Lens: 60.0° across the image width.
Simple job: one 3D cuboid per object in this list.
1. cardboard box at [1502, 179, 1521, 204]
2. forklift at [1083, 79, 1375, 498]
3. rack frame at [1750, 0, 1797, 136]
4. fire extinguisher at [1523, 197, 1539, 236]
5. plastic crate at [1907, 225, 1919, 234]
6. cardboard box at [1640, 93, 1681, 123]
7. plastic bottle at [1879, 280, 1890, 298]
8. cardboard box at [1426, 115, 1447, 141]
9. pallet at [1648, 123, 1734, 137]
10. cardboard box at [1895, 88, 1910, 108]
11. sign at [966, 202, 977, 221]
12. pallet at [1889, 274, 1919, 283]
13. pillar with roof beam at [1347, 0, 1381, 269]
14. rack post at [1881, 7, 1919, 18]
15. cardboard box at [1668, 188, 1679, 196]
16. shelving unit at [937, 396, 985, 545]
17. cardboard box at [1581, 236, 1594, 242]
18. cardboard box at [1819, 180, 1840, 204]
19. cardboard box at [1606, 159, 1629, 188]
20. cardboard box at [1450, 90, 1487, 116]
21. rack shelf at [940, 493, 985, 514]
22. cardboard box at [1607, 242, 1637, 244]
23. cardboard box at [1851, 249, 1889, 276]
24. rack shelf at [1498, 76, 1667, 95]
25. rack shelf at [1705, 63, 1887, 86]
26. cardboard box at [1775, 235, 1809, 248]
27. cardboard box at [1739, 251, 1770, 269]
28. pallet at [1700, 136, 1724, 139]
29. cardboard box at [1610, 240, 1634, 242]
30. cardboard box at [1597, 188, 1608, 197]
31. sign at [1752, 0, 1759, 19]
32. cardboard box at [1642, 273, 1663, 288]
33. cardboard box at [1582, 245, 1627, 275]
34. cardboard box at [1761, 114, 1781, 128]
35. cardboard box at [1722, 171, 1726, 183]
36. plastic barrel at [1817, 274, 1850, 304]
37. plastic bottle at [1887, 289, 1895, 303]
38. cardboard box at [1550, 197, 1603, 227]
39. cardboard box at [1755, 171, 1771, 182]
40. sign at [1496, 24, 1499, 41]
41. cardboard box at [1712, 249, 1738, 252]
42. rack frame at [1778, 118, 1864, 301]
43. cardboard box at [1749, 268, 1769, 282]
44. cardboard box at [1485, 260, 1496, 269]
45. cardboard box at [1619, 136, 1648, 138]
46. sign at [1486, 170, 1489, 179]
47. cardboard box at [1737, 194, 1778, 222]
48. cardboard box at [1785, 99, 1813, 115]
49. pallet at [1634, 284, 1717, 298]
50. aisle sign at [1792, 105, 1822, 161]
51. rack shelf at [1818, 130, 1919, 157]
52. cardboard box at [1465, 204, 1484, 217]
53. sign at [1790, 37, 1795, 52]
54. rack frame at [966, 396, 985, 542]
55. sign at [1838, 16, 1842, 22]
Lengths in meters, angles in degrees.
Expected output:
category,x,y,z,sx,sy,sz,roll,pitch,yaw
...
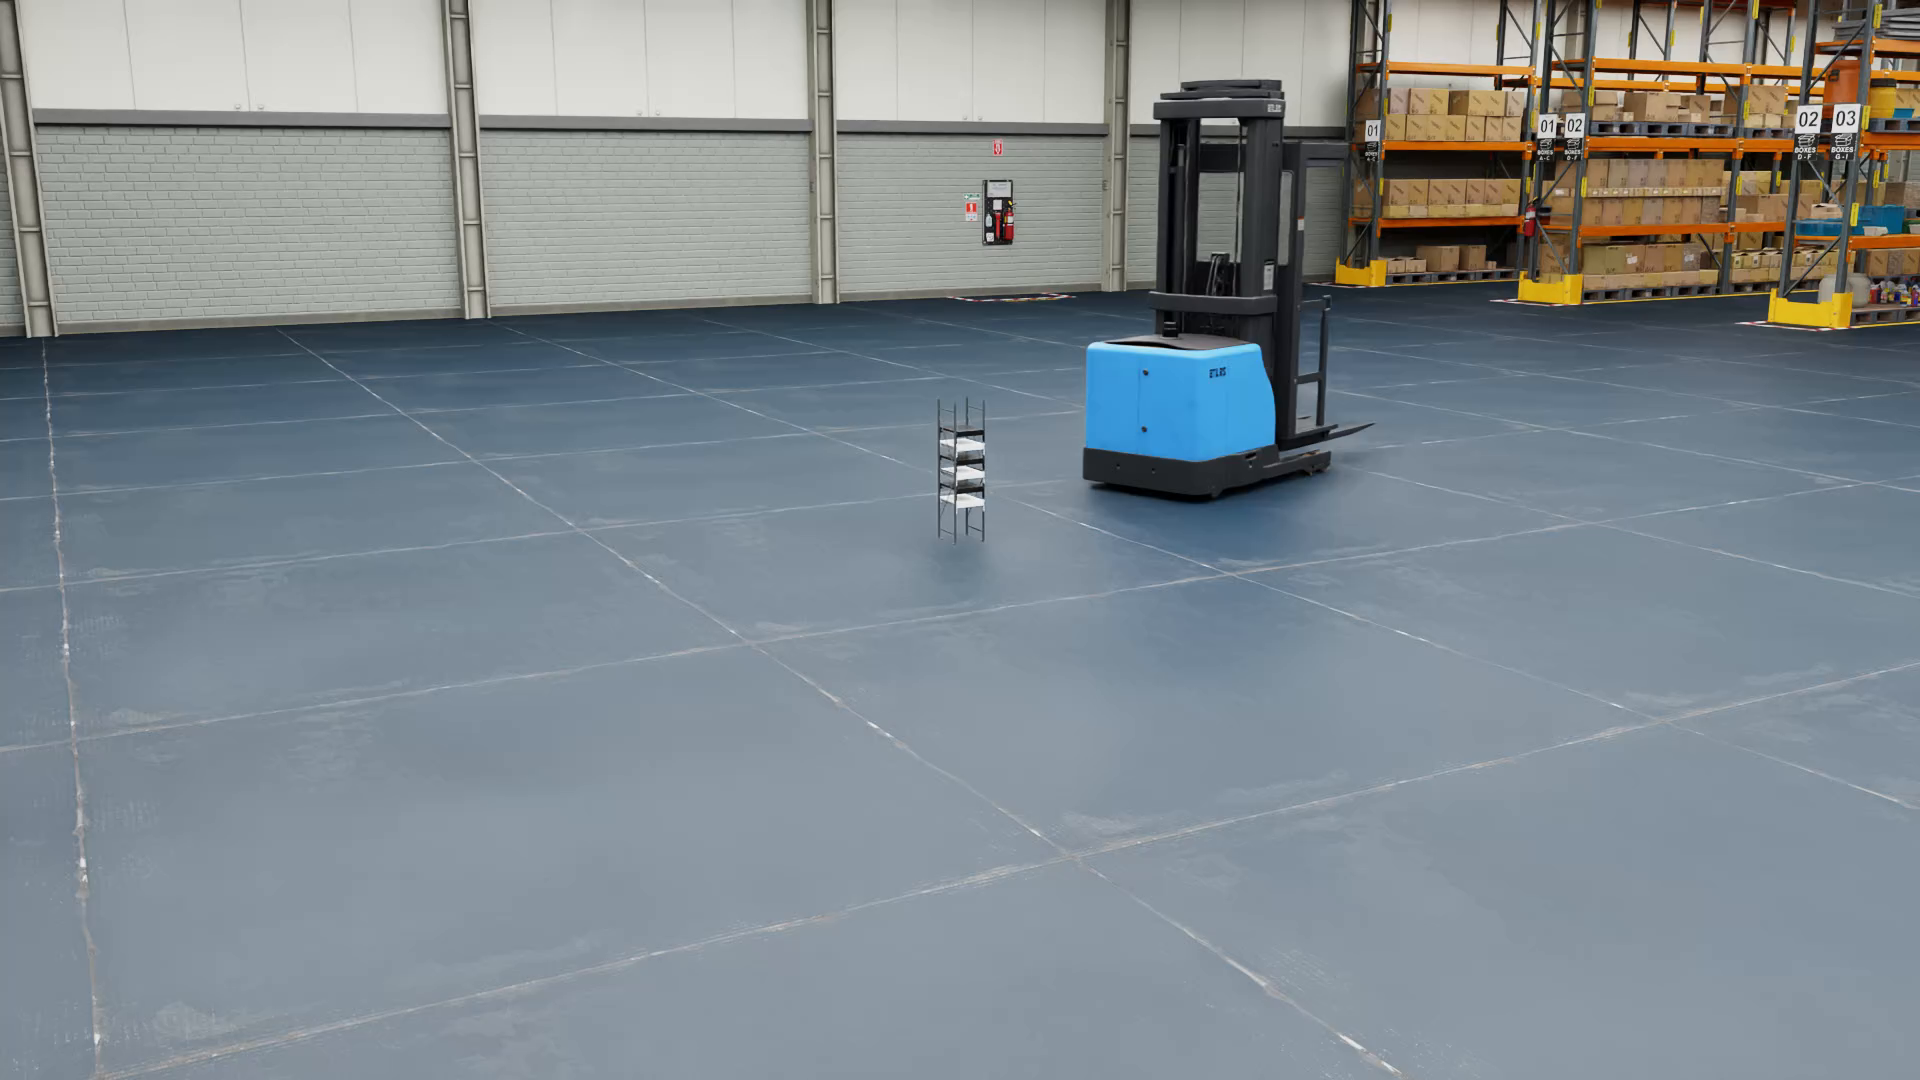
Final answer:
category,x,y,z,sx,sy,sz,roll,pitch,yaw
cardboard box,11.239,-7.225,34.471,0.500,0.500,0.500,-7,14,-28
forklift,2.248,-1.992,12.783,1.130,2.935,3.031,11,16,39
rack frame,18.528,-10.801,38.106,0.127,3.000,1.000,-7,14,-28
fire extinguisher,10.045,-5.697,29.266,0.183,0.674,0.296,-7,14,-28
plastic crate,14.949,-4.775,25.594,0.437,0.136,0.530,-7,14,-28
cardboard box,12.377,-7.716,29.721,0.637,0.503,0.797,-5,14,-22
plastic bottle,14.643,-3.956,26.388,0.185,0.351,0.144,-6,14,-26
cardboard box,9.350,-8.225,33.222,0.500,0.500,0.500,-6,14,-25
pallet,13.146,-7.404,30.044,1.213,0.211,1.003,-7,14,-28
cardboard box,18.227,-8.597,32.642,0.500,0.500,0.500,-7,14,-28
sign,0.206,-5.947,30.122,0.234,0.329,0.001,-7,14,-28
pallet,19.136,-5.337,33.844,1.213,0.211,1.003,-7,14,-28
pillar with roof beam,10.257,-8.949,29.878,0.400,9.000,9.100,-7,14,-28
rack post,14.427,-7.802,24.954,0.954,0.300,0.937,-7,15,-29
cardboard box,12.631,-6.240,29.800,0.250,0.149,0.380,-6,14,-26
shelving unit,0.007,-0.440,10.514,0.210,0.900,0.258,-7,14,-28
cardboard box,13.430,-6.625,36.200,0.500,0.250,0.500,-7,14,-28
cardboard box,20.289,-8.228,39.656,0.700,0.700,0.980,-8,15,-31
cardboard box,11.293,-6.448,29.244,0.500,0.500,0.700,-7,15,-29
cardboard box,10.266,-8.820,33.588,0.500,0.500,0.500,-7,15,-30
rack shelf,0.007,-0.232,10.561,0.200,0.077,0.258,-7,14,-28
cardboard box,12.010,-5.161,30.307,0.500,0.500,0.500,-7,14,-28
cardboard box,17.930,-5.487,32.849,0.500,0.500,0.500,-6,14,-25
rack shelf,13.261,-9.623,35.424,4.000,0.370,1.077,-7,14,-28
rack shelf,15.638,-8.669,31.184,4.000,0.370,1.077,-7,14,-28
cardboard box,19.676,-6.970,39.487,0.500,0.500,0.700,-7,14,-28
cardboard box,14.806,-5.262,31.188,0.500,0.311,0.500,-7,14,-29
pallet,16.536,-9.021,37.458,1.213,0.211,1.003,-6,14,-25
cardboard box,14.410,-6.362,36.740,0.500,0.500,0.700,-7,14,-27
cardboard box,11.050,-6.051,28.958,0.250,0.149,0.380,-7,15,-29
sign,14.127,-9.428,29.520,0.005,0.325,0.100,-7,14,-28
cardboard box,12.266,-4.692,29.931,0.500,0.250,0.500,-7,14,-28
cardboard box,11.387,-4.953,29.384,0.500,0.500,0.500,-7,14,-28
cardboard box,14.909,-7.794,30.965,0.500,0.250,0.500,-8,15,-33
cardboard box,16.892,-8.186,37.491,0.500,0.250,0.500,-7,15,-29
plastic barrel,13.283,-3.777,25.272,0.421,0.512,0.421,0,13,0
plastic bottle,14.739,-3.865,26.322,0.097,0.201,0.097,0,13,0
cardboard box,10.787,-5.753,29.111,0.500,0.500,0.700,-7,14,-28
cardboard box,18.240,-8.345,38.199,0.500,0.250,0.500,-6,14,-26
sign,11.235,-10.598,34.719,0.005,0.325,0.100,-7,14,-28
cardboard box,14.554,-5.369,31.662,0.500,0.311,0.500,-6,14,-26
rack frame,12.742,-4.702,24.672,0.127,3.000,1.000,-7,14,-28
cardboard box,14.805,-4.990,31.255,0.500,0.250,0.500,-6,14,-26
cardboard box,11.050,-5.803,35.012,0.250,0.166,0.380,-9,16,-35
cardboard box,14.514,-8.755,36.005,0.500,0.311,0.500,-7,14,-28
sign,11.237,-7.704,35.372,0.005,0.325,0.100,-7,14,-28
cardboard box,15.027,-6.260,31.365,0.500,0.500,0.500,-6,14,-24
cardboard box,19.288,-9.905,38.406,0.500,0.500,0.500,-7,14,-28
pallet,13.164,-4.642,30.755,1.213,0.211,1.003,-7,14,-28
aisle sign,12.536,-6.020,24.607,0.004,0.787,0.394,-7,14,-28
rack shelf,14.497,-6.025,25.356,4.000,0.370,1.077,-7,14,-28
cardboard box,10.360,-6.754,34.084,0.500,0.250,0.500,-7,14,-28
sign,18.798,-11.192,37.536,0.005,0.325,0.100,-7,14,-28
rack frame,0.096,-0.451,10.562,0.006,0.900,0.240,-7,14,-28
sign,17.125,-10.024,32.345,0.005,0.325,0.100,-7,14,-28
